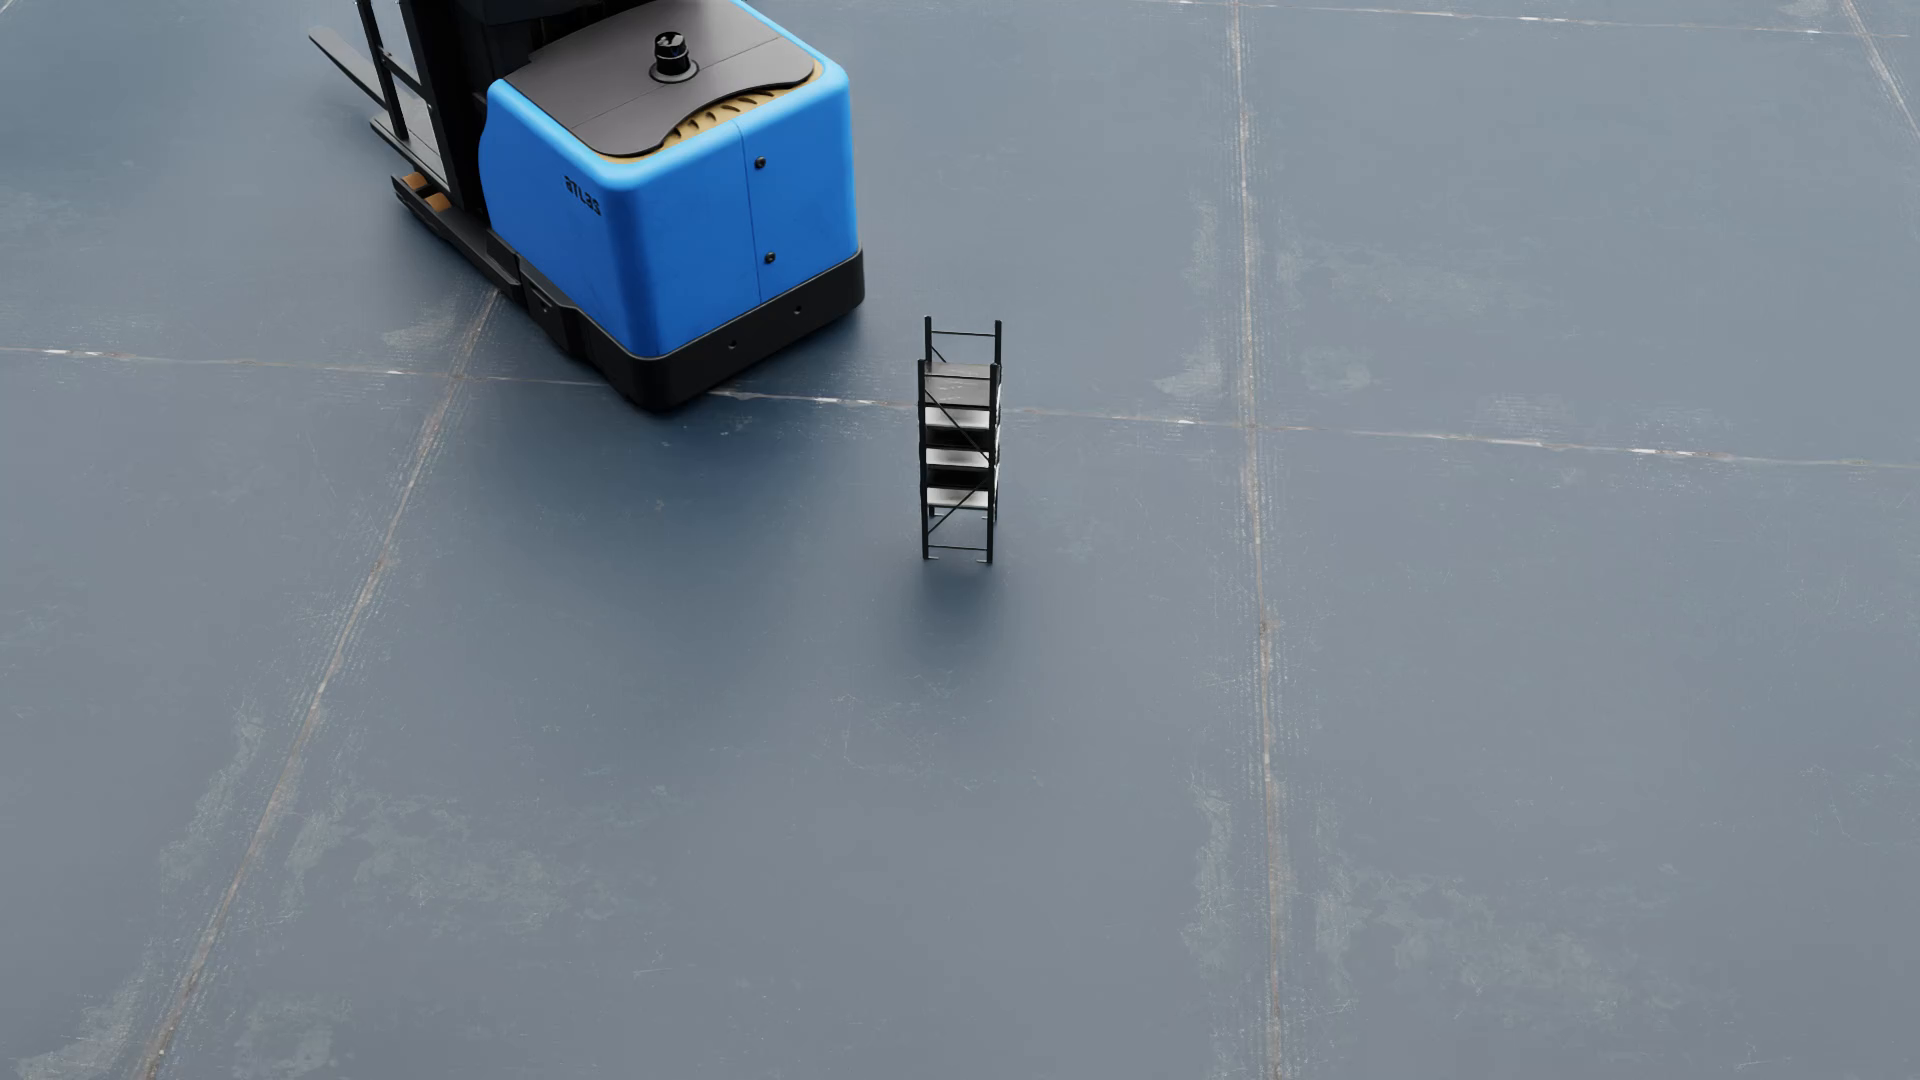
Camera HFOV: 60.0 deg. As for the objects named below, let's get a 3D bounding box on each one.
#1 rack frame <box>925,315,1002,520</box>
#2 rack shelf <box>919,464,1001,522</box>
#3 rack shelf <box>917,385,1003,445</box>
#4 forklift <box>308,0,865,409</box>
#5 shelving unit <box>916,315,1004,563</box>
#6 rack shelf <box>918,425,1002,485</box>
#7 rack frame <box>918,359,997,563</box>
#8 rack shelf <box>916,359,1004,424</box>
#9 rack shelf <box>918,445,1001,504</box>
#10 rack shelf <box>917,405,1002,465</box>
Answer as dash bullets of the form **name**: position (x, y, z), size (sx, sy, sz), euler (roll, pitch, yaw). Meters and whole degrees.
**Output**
- **rack frame**: position (0.010, -0.384, 5.492), size (0.240, 0.900, 0.006), euler (4, 48, 4)
- **rack shelf**: position (0.001, -0.166, 5.581), size (0.258, 0.077, 0.200), euler (4, 48, 4)
- **rack shelf**: position (0.001, -0.409, 5.315), size (0.258, 0.077, 0.200), euler (4, 48, 4)
- **forklift**: position (-1.721, -2.481, 6.033), size (1.130, 2.935, 3.031), euler (-33, 55, -26)
- **shelving unit**: position (0.001, -0.310, 5.423), size (0.258, 0.900, 0.210), euler (4, 48, 4)
- **rack shelf**: position (0.001, -0.287, 5.448), size (0.258, 0.077, 0.200), euler (4, 48, 4)
- **rack frame**: position (-0.009, -0.235, 5.355), size (0.240, 0.900, 0.006), euler (4, 48, 4)
- **rack shelf**: position (0.001, -0.469, 5.249), size (0.258, 0.077, 0.200), euler (4, 48, 4)
- **rack shelf**: position (0.001, -0.226, 5.514), size (0.258, 0.077, 0.200), euler (4, 48, 4)
- **rack shelf**: position (0.001, -0.348, 5.382), size (0.258, 0.077, 0.200), euler (4, 48, 4)
